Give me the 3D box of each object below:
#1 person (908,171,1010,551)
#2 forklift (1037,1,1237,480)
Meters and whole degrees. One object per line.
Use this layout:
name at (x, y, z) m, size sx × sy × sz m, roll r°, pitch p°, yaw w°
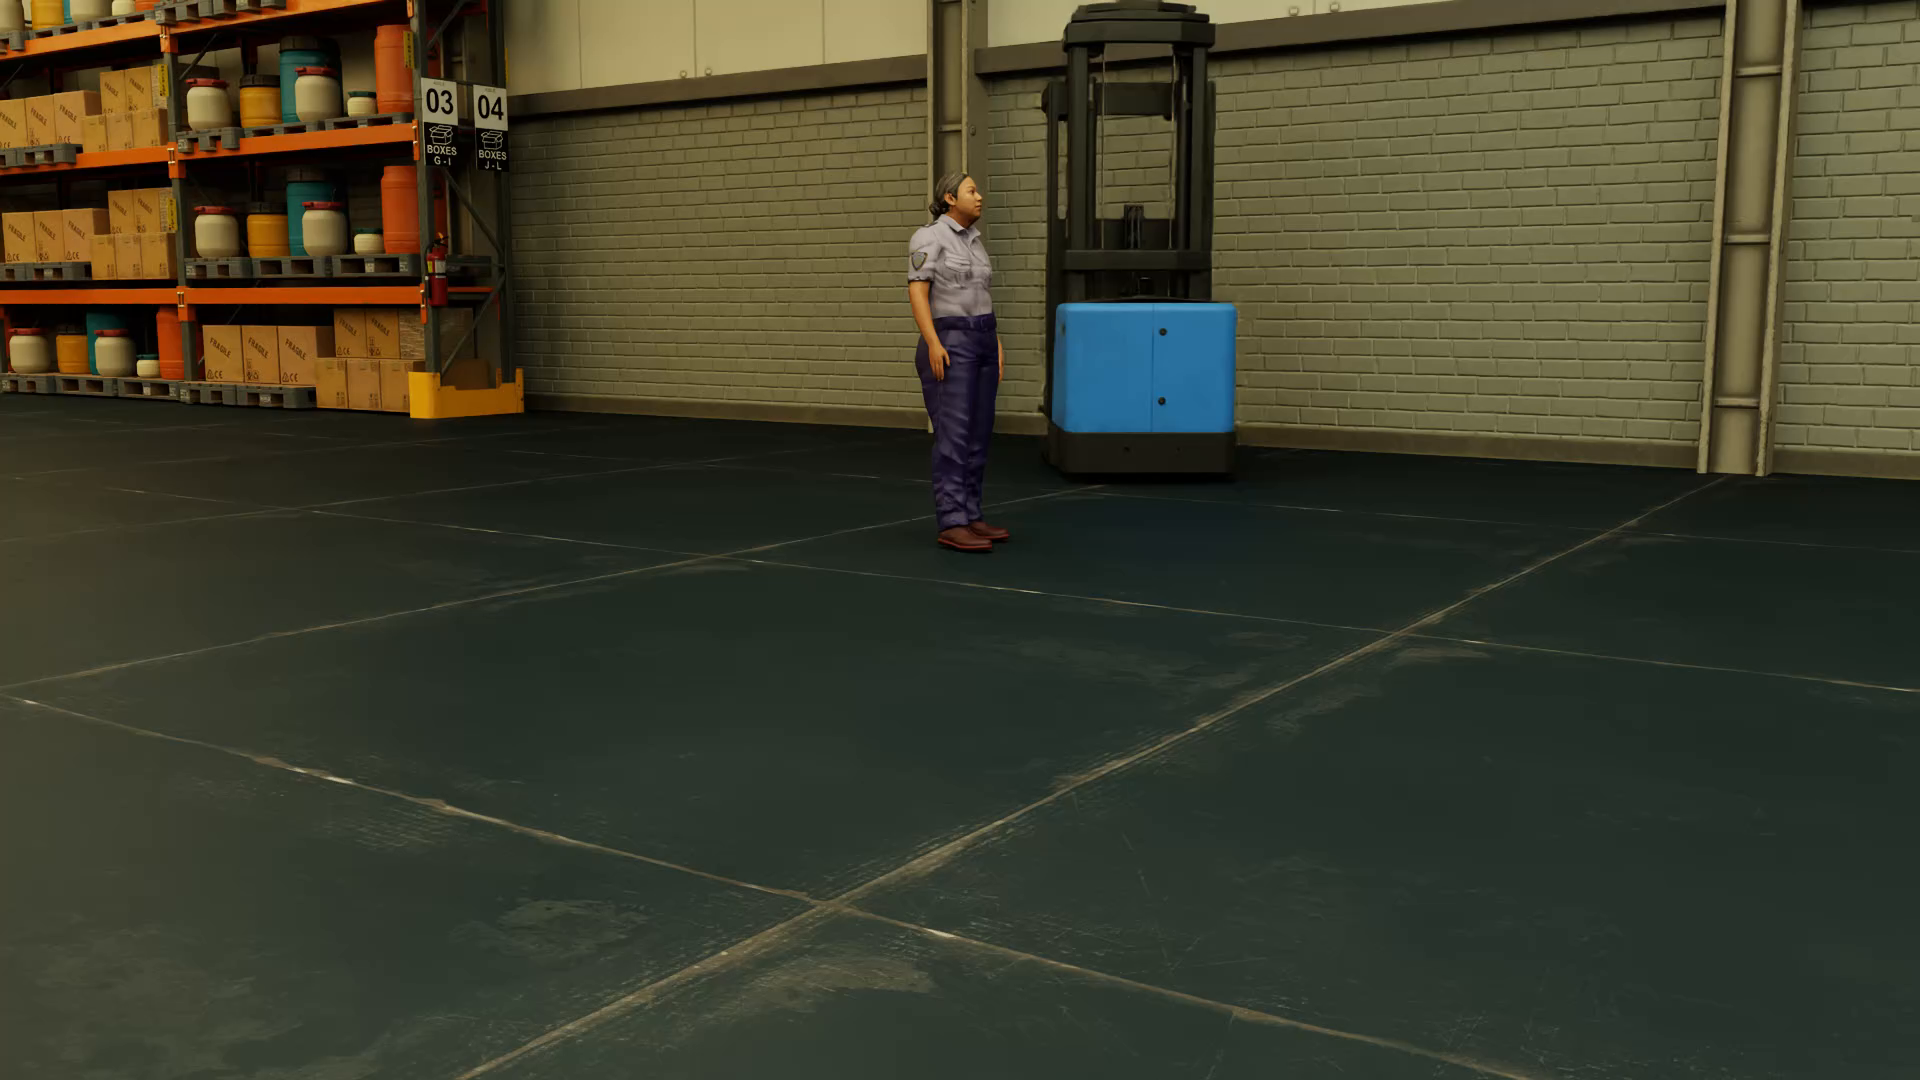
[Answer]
person at (0.062, -0.813, 7.418) m, size 0.502 × 1.651 × 0.598 m, roll 5°, pitch 10°, yaw 34°
forklift at (1.110, -1.993, 11.208) m, size 1.130 × 2.935 × 3.031 m, roll 0°, pitch 8°, yaw -1°
